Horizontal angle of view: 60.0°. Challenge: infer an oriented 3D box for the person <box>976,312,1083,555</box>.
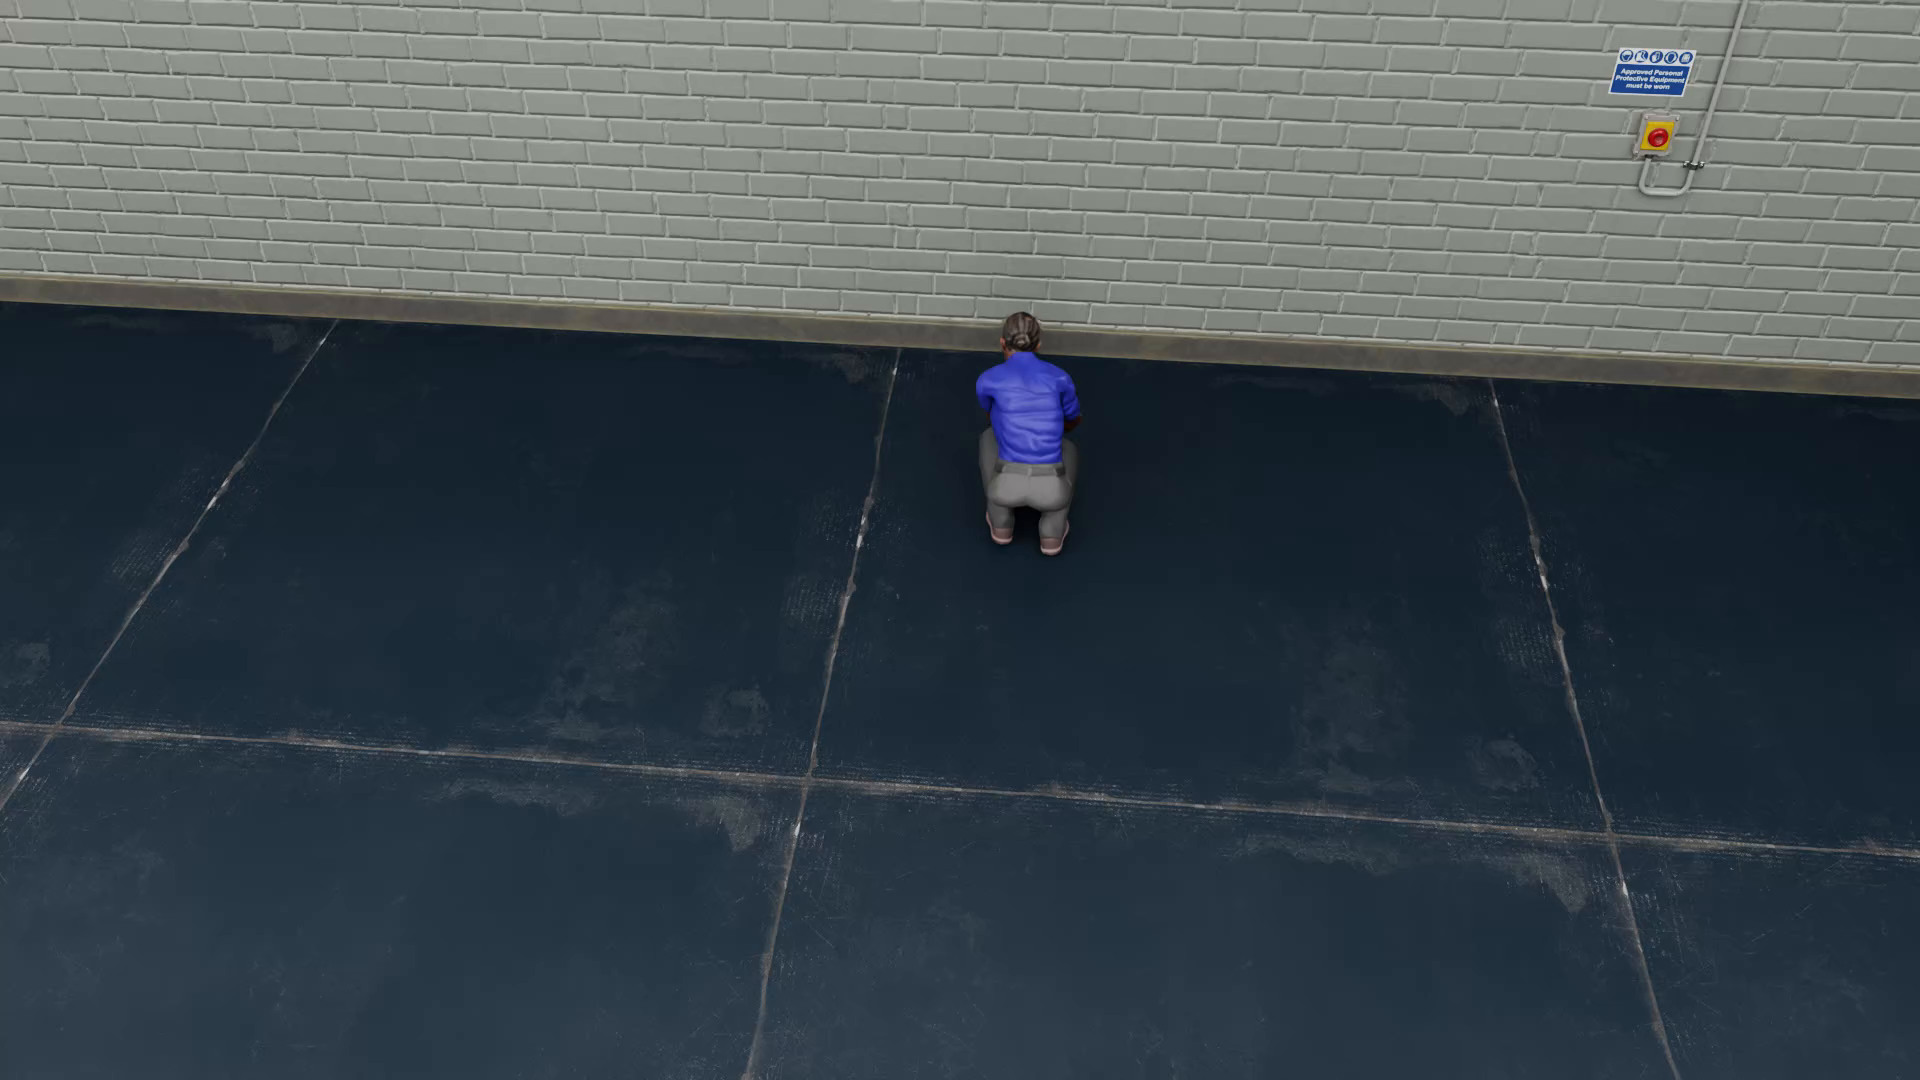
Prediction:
[{"bbox_3d":[0.301,-0.471,7.285,0.470,0.940,0.824,3,40,3],"label":"person"}]
